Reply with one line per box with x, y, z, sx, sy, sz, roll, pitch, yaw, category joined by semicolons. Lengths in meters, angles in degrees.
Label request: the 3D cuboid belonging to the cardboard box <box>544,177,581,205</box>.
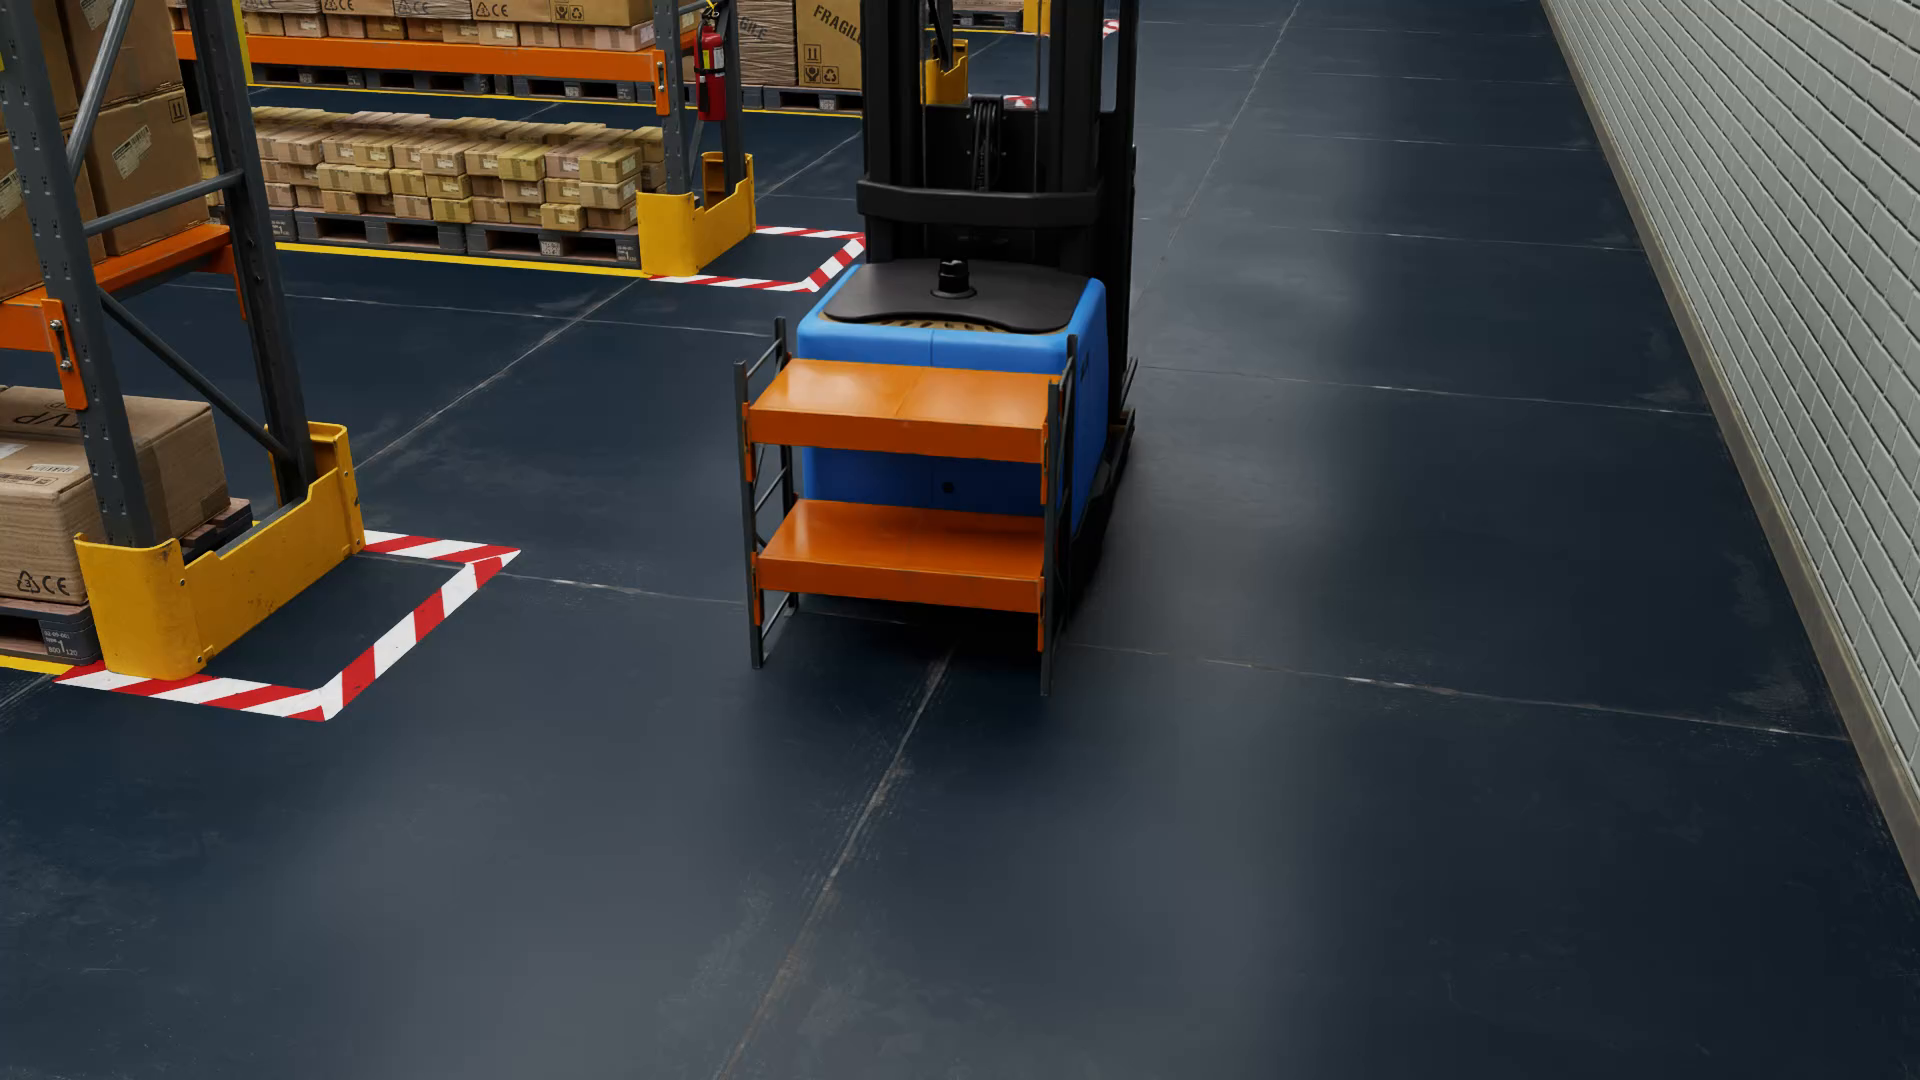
-2.402;-2.223;10.411;0.250;0.149;0.380;6;26;12;cardboard box

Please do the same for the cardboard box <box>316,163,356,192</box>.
-3.920;-2.367;10.715;0.250;0.149;0.380;6;26;13;cardboard box

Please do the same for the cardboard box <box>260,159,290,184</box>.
-4.409;-2.460;10.909;0.250;0.149;0.380;5;26;10;cardboard box

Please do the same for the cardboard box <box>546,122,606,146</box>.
-2.512;-2.626;10.913;0.250;0.149;0.380;6;26;13;cardboard box

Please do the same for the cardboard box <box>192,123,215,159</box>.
-4.920;-2.620;10.899;0.250;0.149;0.380;8;27;16;cardboard box

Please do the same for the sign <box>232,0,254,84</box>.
-2.571;-1.783;5.907;0.005;0.325;0.100;6;26;13;sign

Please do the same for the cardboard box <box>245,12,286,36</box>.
-4.231;-3.257;10.394;0.250;0.149;0.380;7;26;14;cardboard box

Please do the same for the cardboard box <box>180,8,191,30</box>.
-4.721;-3.343;10.574;0.250;0.149;0.380;5;26;11;cardboard box

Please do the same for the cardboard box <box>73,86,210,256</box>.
-3.108;-1.342;5.964;0.500;0.500;0.500;6;26;13;cardboard box

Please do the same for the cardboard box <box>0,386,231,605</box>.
-3.379;-0.188;6.148;0.875;0.438;0.875;5;26;11;cardboard box

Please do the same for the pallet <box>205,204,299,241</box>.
-4.795;-2.310;11.356;1.213;0.211;1.003;6;26;13;pallet

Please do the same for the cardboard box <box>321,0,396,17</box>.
-3.551;-3.484;10.115;0.500;0.500;0.500;8;27;16;cardboard box

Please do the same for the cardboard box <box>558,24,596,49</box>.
-2.198;-3.044;9.946;0.250;0.149;0.380;6;26;13;cardboard box

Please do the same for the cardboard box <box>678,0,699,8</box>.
-1.946;-3.540;10.235;0.500;0.500;0.500;8;26;15;cardboard box

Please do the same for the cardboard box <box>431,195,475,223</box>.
-3.155;-2.142;10.587;0.250;0.149;0.380;5;26;11;cardboard box

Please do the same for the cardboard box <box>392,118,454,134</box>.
-3.550;-2.686;11.039;0.250;0.149;0.380;6;26;13;cardboard box

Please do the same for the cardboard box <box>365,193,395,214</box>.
-3.641;-2.238;10.788;0.250;0.149;0.380;7;26;14;cardboard box

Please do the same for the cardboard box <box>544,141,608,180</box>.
-2.385;-2.371;10.376;0.250;0.149;0.380;7;26;14;cardboard box

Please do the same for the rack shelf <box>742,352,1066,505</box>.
-0.166;-0.385;5.569;1.000;0.278;0.538;5;26;10;rack shelf

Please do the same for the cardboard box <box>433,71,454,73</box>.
-4.745;-4.971;15.684;0.875;0.875;1.225;6;26;13;cardboard box

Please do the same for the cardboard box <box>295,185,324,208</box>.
-4.142;-2.302;10.923;0.250;0.149;0.380;5;26;11;cardboard box

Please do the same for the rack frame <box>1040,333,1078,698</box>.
0.334;-0.080;5.610;0.032;1.125;0.500;5;26;10;rack frame

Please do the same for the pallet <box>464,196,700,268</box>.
-2.431;-2.049;10.808;1.213;0.211;1.003;6;26;13;pallet

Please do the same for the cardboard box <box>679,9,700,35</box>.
-1.812;-3.256;10.391;0.250;0.149;0.380;6;26;13;cardboard box

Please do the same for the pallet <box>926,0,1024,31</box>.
0.198;-6.159;19.442;1.213;0.211;1.003;6;26;13;pallet

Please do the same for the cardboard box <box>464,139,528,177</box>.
-2.902;-2.400;10.437;0.250;0.149;0.380;5;26;11;cardboard box

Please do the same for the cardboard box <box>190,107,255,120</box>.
-5.044;-2.867;11.419;0.250;0.149;0.380;7;26;14;cardboard box

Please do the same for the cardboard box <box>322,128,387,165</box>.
-3.894;-2.539;10.729;0.250;0.149;0.380;5;26;11;cardboard box

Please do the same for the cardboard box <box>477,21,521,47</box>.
-2.697;-3.082;10.027;0.250;0.149;0.380;7;26;14;cardboard box

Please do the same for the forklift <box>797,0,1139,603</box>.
0.198;-1.700;6.910;1.130;2.935;3.031;5;26;10;forklift

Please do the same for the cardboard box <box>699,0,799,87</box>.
-1.768;-4.615;14.937;0.875;0.875;0.875;6;26;13;cardboard box

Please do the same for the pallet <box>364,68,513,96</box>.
-4.887;-4.472;15.898;1.213;0.211;1.003;6;26;13;pallet

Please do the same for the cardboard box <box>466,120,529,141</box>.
-3.039;-2.652;10.967;0.250;0.149;0.380;7;26;15;cardboard box

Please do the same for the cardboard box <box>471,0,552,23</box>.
-2.577;-3.376;9.888;0.500;0.500;0.500;6;26;12;cardboard box

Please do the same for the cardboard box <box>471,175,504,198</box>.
-2.900;-2.299;10.571;0.250;0.149;0.380;6;26;12;cardboard box

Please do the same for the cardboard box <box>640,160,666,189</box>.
-2.023;-2.398;10.778;0.250;0.149;0.380;7;26;15;cardboard box

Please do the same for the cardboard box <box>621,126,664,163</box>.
-2.003;-2.566;10.787;0.250;0.149;0.380;5;26;11;cardboard box

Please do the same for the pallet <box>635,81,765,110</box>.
-2.218;-4.177;15.279;1.213;0.211;1.003;6;26;13;pallet

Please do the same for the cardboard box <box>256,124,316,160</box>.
-4.404;-2.595;10.847;0.250;0.149;0.380;6;26;12;cardboard box

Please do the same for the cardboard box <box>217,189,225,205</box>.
-4.670;-2.322;10.966;0.250;0.149;0.380;6;26;13;cardboard box

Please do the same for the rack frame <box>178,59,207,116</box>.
-5.454;-3.626;10.877;0.127;3.000;1.000;6;26;13;rack frame

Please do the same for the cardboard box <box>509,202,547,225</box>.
-2.650;-2.119;10.540;0.250;0.149;0.380;6;26;13;cardboard box

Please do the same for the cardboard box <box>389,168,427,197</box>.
-3.414;-2.312;10.600;0.250;0.149;0.380;8;27;16;cardboard box

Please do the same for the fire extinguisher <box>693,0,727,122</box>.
-1.451;-2.776;9.614;0.183;0.674;0.296;6;26;13;fire extinguisher

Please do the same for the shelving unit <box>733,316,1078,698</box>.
-0.166;-0.121;5.695;1.048;1.125;0.538;5;26;10;shelving unit

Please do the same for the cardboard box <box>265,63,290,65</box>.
-6.470;-5.158;16.077;0.875;0.875;1.225;6;26;13;cardboard box

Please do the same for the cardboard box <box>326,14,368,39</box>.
-3.702;-3.216;10.308;0.250;0.149;0.380;7;26;15;cardboard box

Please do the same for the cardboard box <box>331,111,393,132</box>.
-4.027;-2.782;11.240;0.250;0.149;0.380;5;26;10;cardboard box

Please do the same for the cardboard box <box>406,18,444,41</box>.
-3.192;-3.176;10.224;0.250;0.149;0.380;5;26;11;cardboard box

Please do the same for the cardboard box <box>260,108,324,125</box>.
-4.544;-2.833;11.347;0.250;0.149;0.380;6;26;13;cardboard box

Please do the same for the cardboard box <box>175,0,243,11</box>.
-4.556;-3.598;10.355;0.500;0.500;0.500;6;26;13;cardboard box

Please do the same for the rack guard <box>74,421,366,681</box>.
-2.692;0.005;6.158;0.348;0.500;1.175;6;26;13;rack guard

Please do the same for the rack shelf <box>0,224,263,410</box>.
-4.652;-1.016;6.231;4.000;0.370;1.077;6;26;13;rack shelf

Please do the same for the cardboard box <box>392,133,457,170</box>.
-3.404;-2.480;10.605;0.250;0.149;0.380;5;26;11;cardboard box

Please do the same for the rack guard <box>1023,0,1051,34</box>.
1.013;-6.188;19.166;0.348;0.500;1.175;6;26;13;rack guard

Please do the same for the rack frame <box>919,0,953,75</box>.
-0.247;-5.252;14.292;0.127;3.000;1.000;6;26;13;rack frame

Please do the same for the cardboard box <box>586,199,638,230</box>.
-2.142;-2.070;10.436;0.250;0.149;0.380;7;26;14;cardboard box

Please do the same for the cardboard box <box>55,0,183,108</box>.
-3.109;-1.793;5.747;0.500;0.500;0.500;6;26;12;cardboard box
